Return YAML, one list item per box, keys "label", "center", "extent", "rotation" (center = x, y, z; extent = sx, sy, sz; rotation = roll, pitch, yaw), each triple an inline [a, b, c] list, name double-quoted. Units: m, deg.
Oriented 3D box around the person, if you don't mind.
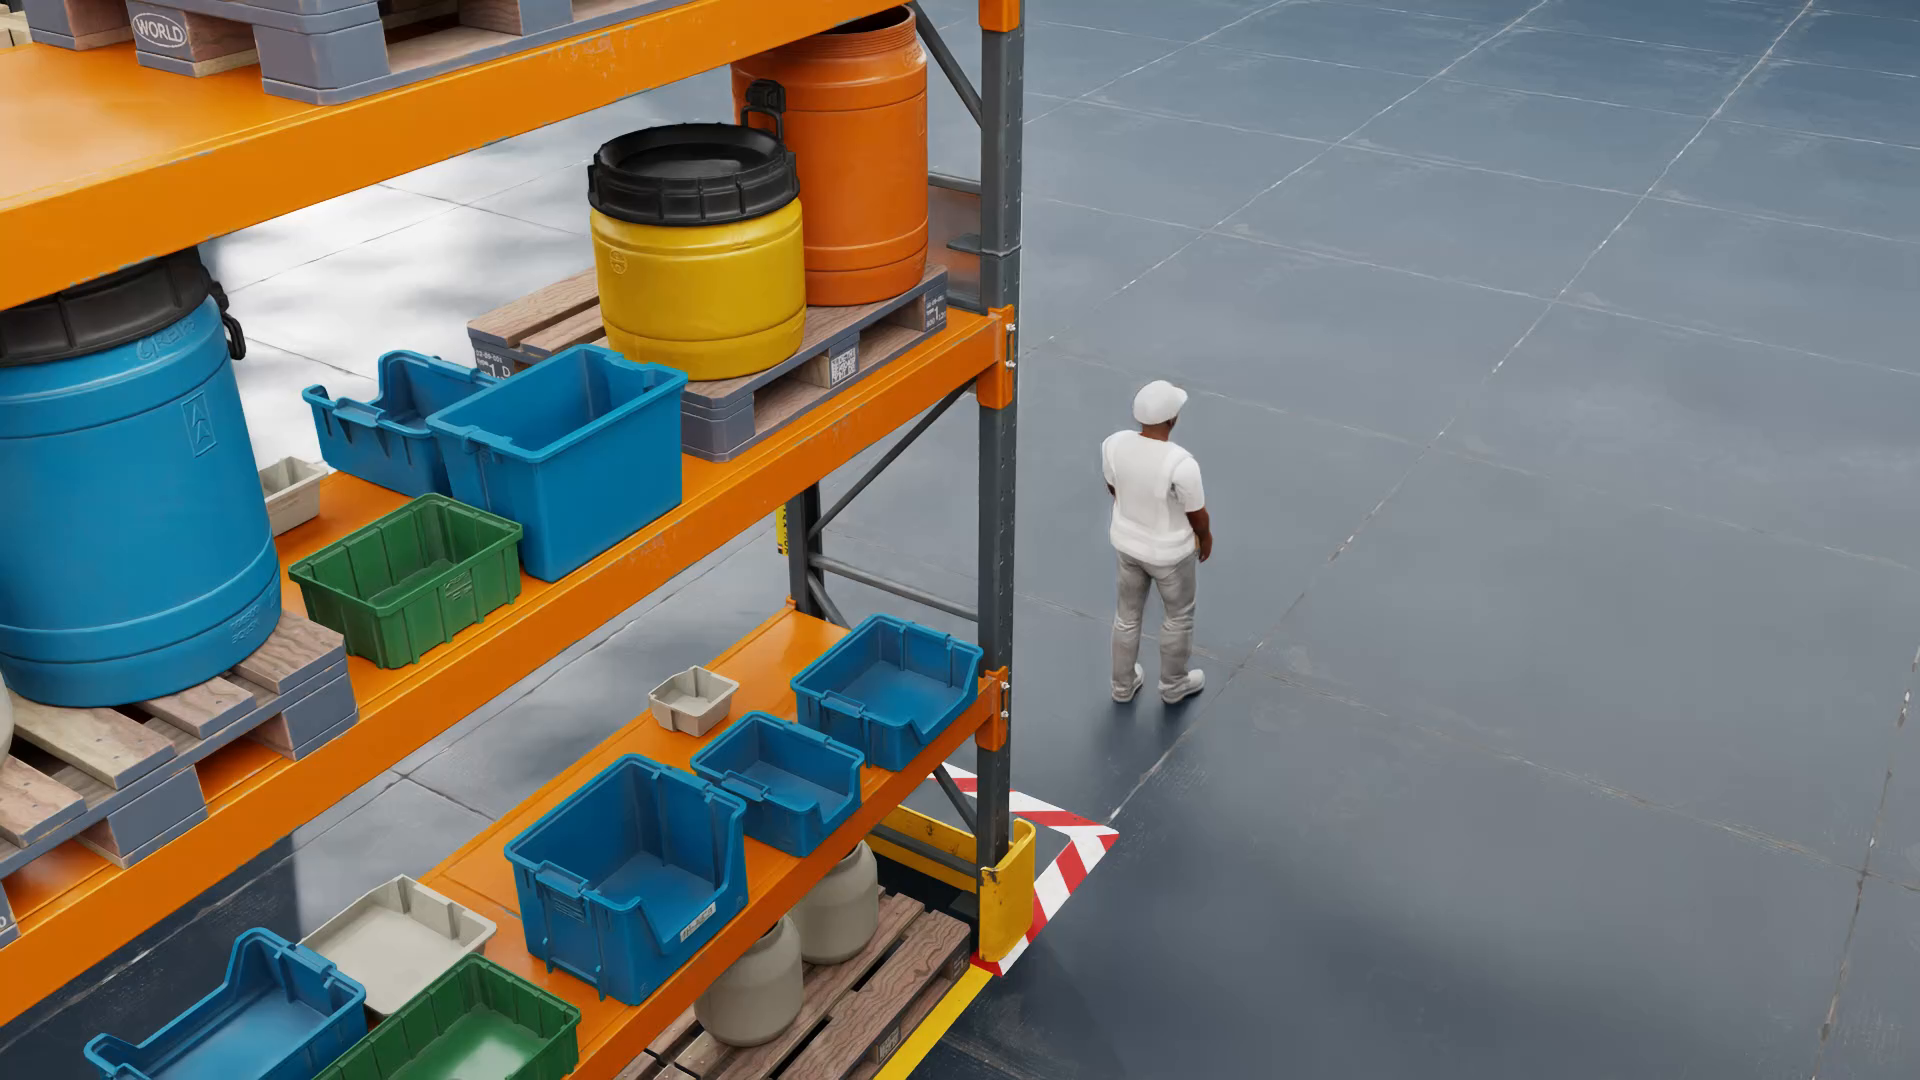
- label: "person"
  center: [0.974, -0.001, 8.164]
  extent: [0.560, 1.767, 0.493]
  rotation: [23, 37, 33]
